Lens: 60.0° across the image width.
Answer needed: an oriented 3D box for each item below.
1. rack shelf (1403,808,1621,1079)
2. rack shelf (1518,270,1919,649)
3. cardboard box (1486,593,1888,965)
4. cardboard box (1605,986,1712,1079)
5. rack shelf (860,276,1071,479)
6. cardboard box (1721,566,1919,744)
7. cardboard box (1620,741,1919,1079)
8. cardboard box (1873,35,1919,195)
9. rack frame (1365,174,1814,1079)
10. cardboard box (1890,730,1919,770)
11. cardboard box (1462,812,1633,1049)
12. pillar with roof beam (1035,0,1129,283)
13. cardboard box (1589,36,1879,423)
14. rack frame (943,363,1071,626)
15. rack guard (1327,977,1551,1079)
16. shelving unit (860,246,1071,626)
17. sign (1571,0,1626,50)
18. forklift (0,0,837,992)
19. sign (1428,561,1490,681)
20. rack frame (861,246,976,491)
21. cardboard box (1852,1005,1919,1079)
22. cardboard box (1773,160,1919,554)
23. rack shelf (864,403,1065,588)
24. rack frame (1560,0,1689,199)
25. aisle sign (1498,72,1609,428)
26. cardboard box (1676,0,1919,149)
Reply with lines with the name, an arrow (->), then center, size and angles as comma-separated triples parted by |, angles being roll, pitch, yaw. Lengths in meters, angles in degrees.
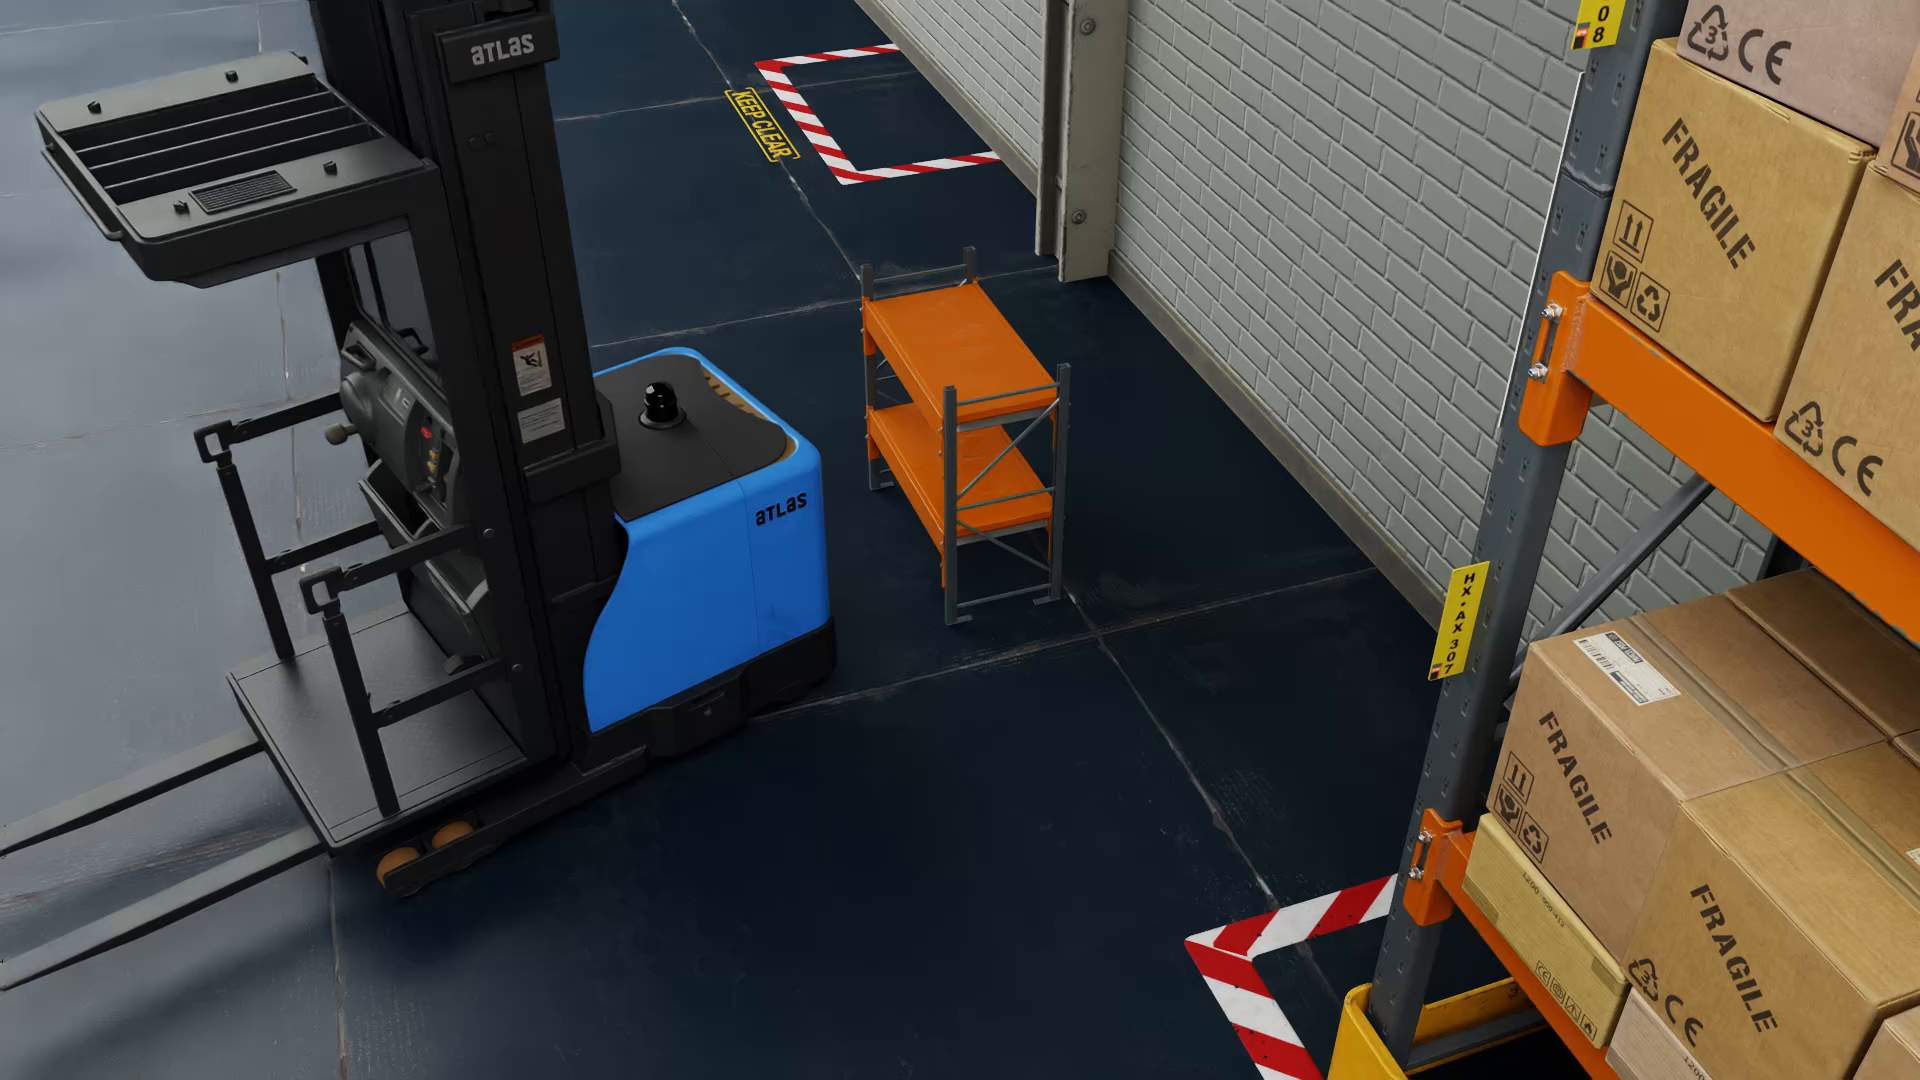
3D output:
rack shelf -> 2.336, 1.837, 2.915 | 1.077, 0.370, 4.000 | -12, 39, -16
rack shelf -> 2.336, 0.639, 2.013 | 1.077, 0.370, 4.000 | -12, 39, -16
cardboard box -> 1.530, 0.505, 3.572 | 0.500, 0.500, 0.500 | -12, 39, -16
cardboard box -> 1.709, 1.104, 3.399 | 0.500, 0.250, 0.500 | -14, 39, -17
rack shelf -> 0.002, -0.679, 6.730 | 0.538, 0.278, 1.000 | -12, 39, -16
cardboard box -> 2.009, 0.395, 3.717 | 0.500, 0.500, 0.500 | -13, 39, -16
cardboard box -> 1.690, 0.786, 3.198 | 0.500, 0.500, 0.500 | -12, 39, -16
cardboard box -> 1.677, -0.663, 2.214 | 0.500, 0.500, 0.500 | -13, 39, -16
rack frame -> 1.647, 0.420, 4.199 | 1.000, 3.000, 0.127 | -12, 39, -16
cardboard box -> 2.173, 0.681, 3.337 | 0.500, 0.500, 0.500 | -12, 39, -15
cardboard box -> 1.517, 0.814, 3.785 | 0.500, 0.250, 0.500 | -14, 39, -17
pillar with roof beam -> -3.406, -4.258, 5.423 | 9.100, 9.000, 0.400 | -12, 39, -16
cardboard box -> 1.528, -0.585, 2.941 | 0.500, 0.500, 0.500 | -11, 38, -15
rack frame -> 0.177, -0.158, 6.525 | 0.500, 1.125, 0.032 | -12, 39, -16
rack guard -> 1.674, 1.462, 4.894 | 1.175, 0.500, 0.348 | -12, 39, -16
shelving unit -> 0.002, -0.445, 6.906 | 0.538, 1.125, 1.048 | -12, 39, -16
sign -> 1.138, -1.015, 2.884 | 0.100, 0.325, 0.005 | -12, 39, -16
forklift -> -1.961, -0.324, 5.244 | 3.031, 2.935, 1.130 | -25, 43, -29
sign -> 1.138, 0.187, 3.789 | 0.100, 0.325, 0.005 | -12, 39, -16
rack frame -> -0.173, -0.733, 7.288 | 0.500, 1.125, 0.032 | -12, 39, -16
cardboard box -> 1.862, 1.079, 2.809 | 0.500, 0.500, 0.500 | -14, 39, -17
cardboard box -> 1.679, -0.274, 2.528 | 0.500, 0.500, 0.500 | -10, 38, -13
rack shelf -> 0.002, -0.250, 7.054 | 0.538, 0.278, 1.000 | -12, 39, -16
rack frame -> 1.647, -1.976, 2.394 | 1.000, 3.000, 0.127 | -12, 39, -16
aisle sign -> 1.341, -0.597, 3.388 | 0.394, 0.787, 0.004 | -12, 39, -16
cardboard box -> 1.552, -0.957, 2.604 | 0.500, 0.500, 0.500 | -15, 40, -19
